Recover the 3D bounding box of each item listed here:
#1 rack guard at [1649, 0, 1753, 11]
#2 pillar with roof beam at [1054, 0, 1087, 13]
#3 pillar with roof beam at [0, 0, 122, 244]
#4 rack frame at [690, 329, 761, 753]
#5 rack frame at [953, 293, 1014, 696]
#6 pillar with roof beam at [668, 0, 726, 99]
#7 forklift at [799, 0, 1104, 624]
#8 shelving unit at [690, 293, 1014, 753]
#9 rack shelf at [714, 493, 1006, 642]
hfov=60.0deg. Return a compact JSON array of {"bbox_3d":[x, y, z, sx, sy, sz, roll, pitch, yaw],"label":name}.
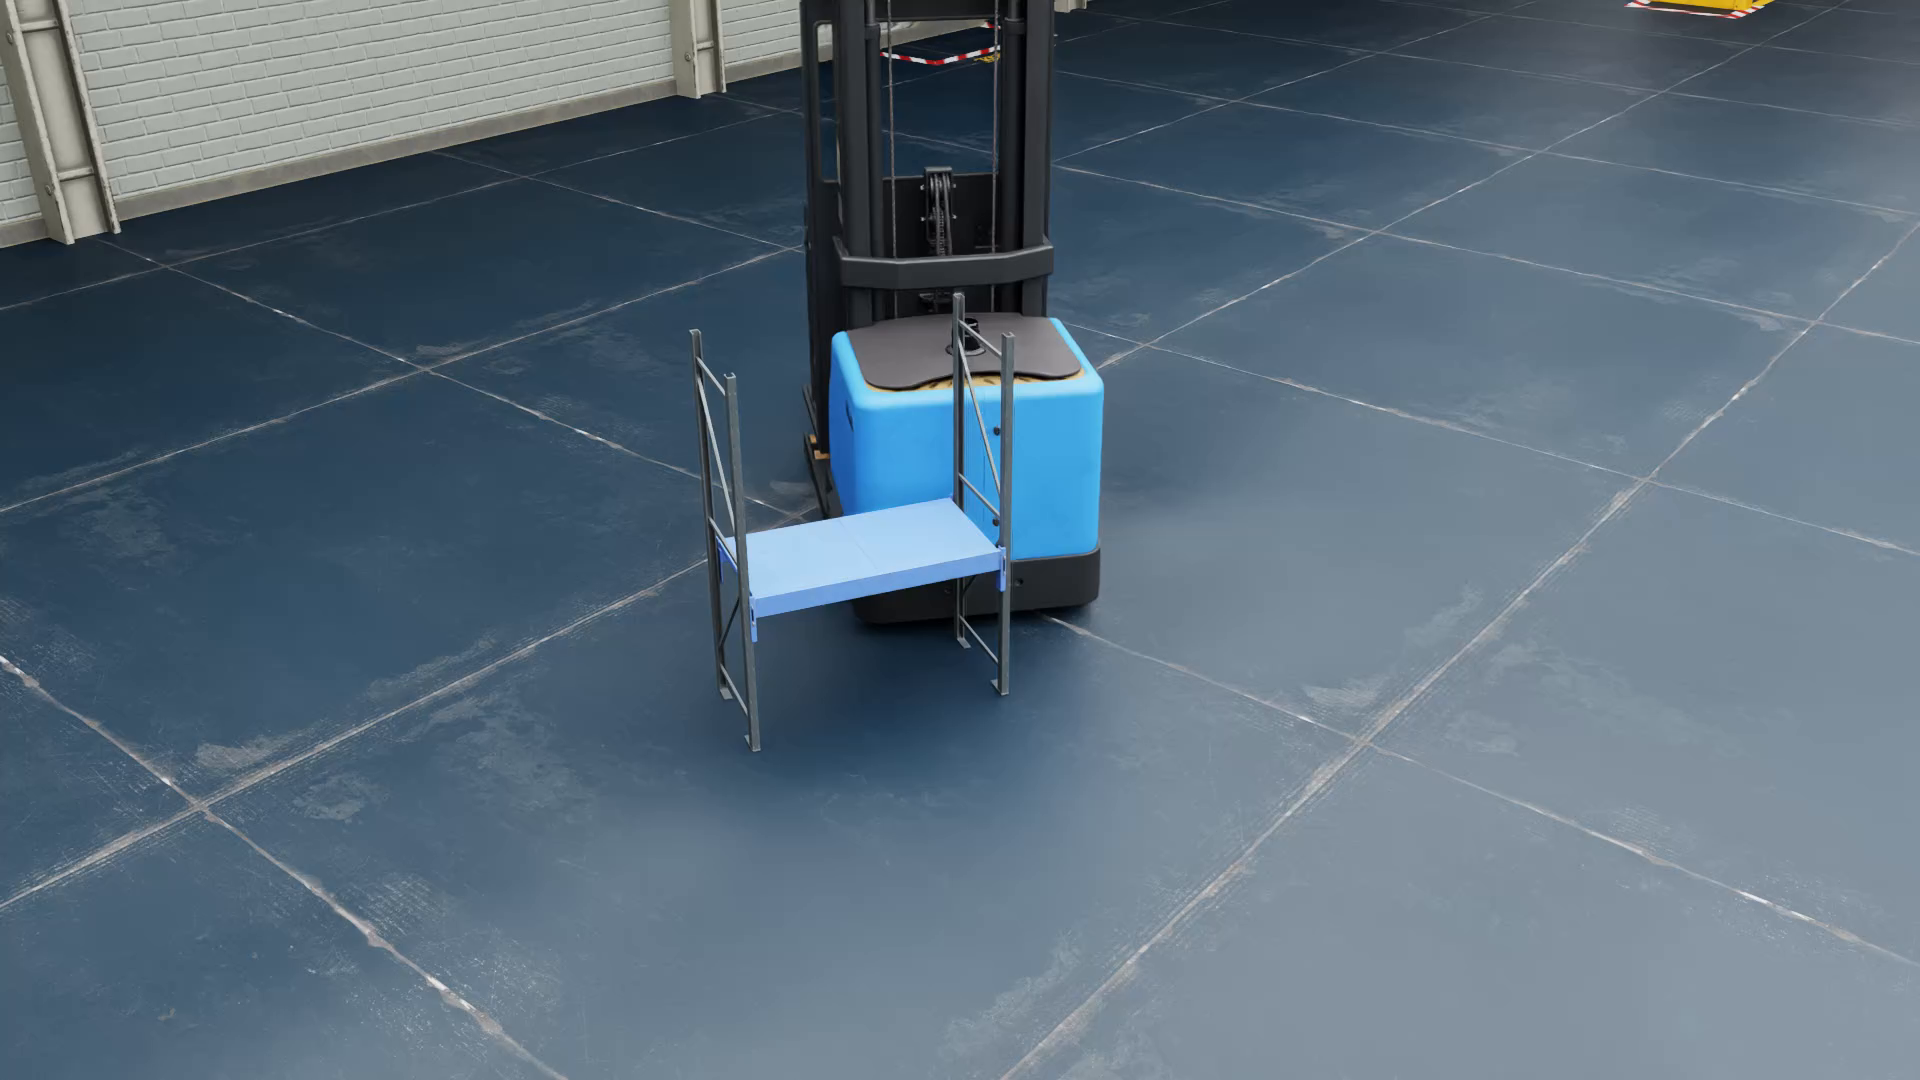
[{"bbox_3d":[9.150,-6.860,20.467,1.175,0.500,0.348,21,34,34],"label":"rack guard"},{"bbox_3d":[4.623,-9.206,15.751,9.100,9.000,0.400,21,34,34],"label":"pillar with roof beam"},{"bbox_3d":[-3.009,-4.951,7.527,9.100,9.000,0.400,21,34,34],"label":"pillar with roof beam"},{"bbox_3d":[-0.856,0.021,6.078,0.032,1.500,0.500,-11,29,-20],"label":"rack frame"},{"bbox_3d":[0.083,-0.159,6.425,0.032,1.500,0.500,-11,29,-20],"label":"rack frame"},{"bbox_3d":[0.807,-7.078,11.639,9.100,9.000,0.400,21,34,34],"label":"pillar with roof beam"},{"bbox_3d":[-0.186,-1.609,7.670,1.130,2.935,3.031,-5,28,-10],"label":"forklift"},{"bbox_3d":[-0.387,-0.069,6.251,1.048,1.500,0.538,-11,29,-20],"label":"shelving unit"},{"bbox_3d":[-0.387,0.091,6.334,1.000,0.185,0.538,-11,29,-20],"label":"rack shelf"}]
